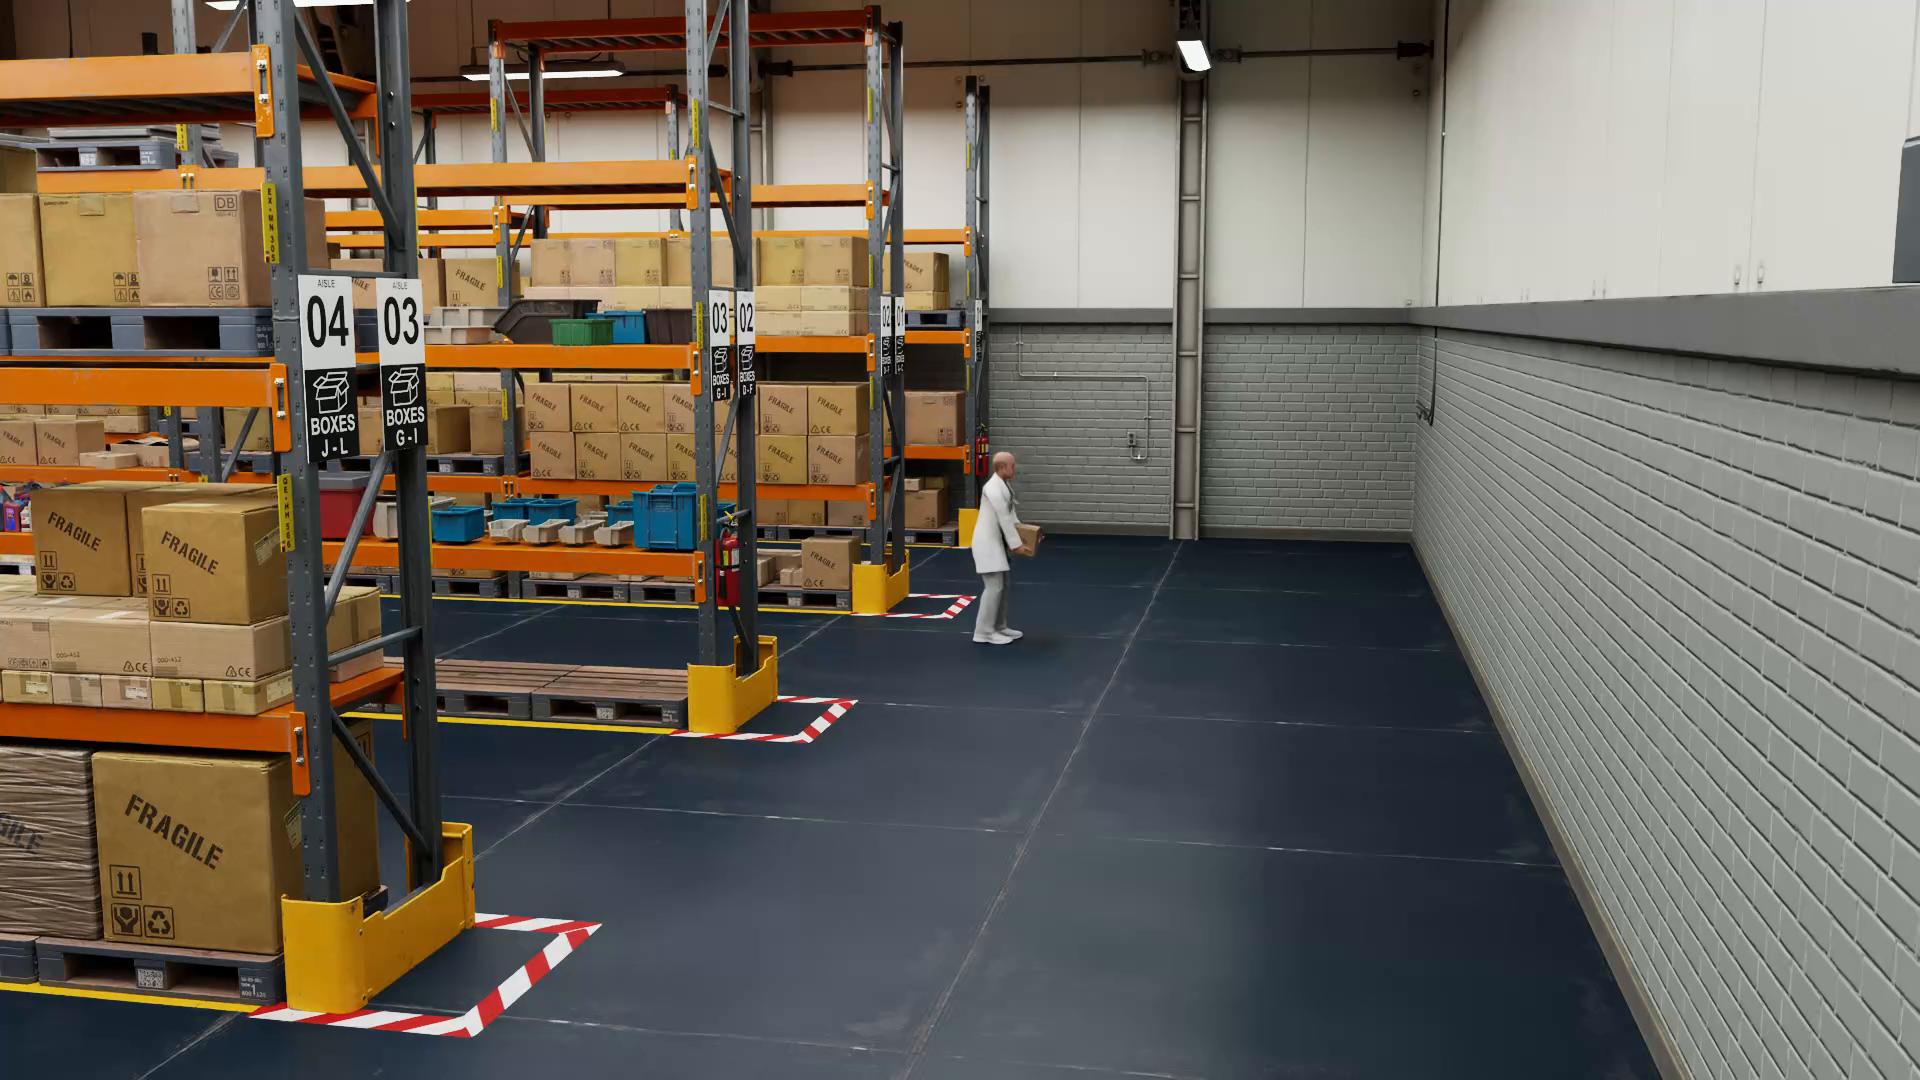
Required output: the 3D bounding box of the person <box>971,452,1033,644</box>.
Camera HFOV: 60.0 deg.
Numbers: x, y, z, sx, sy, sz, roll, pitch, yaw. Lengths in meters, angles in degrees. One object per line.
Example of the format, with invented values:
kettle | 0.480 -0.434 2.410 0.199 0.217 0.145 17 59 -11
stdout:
person | 0.404 0.067 15.428 0.582 1.770 0.529 1 8 10
